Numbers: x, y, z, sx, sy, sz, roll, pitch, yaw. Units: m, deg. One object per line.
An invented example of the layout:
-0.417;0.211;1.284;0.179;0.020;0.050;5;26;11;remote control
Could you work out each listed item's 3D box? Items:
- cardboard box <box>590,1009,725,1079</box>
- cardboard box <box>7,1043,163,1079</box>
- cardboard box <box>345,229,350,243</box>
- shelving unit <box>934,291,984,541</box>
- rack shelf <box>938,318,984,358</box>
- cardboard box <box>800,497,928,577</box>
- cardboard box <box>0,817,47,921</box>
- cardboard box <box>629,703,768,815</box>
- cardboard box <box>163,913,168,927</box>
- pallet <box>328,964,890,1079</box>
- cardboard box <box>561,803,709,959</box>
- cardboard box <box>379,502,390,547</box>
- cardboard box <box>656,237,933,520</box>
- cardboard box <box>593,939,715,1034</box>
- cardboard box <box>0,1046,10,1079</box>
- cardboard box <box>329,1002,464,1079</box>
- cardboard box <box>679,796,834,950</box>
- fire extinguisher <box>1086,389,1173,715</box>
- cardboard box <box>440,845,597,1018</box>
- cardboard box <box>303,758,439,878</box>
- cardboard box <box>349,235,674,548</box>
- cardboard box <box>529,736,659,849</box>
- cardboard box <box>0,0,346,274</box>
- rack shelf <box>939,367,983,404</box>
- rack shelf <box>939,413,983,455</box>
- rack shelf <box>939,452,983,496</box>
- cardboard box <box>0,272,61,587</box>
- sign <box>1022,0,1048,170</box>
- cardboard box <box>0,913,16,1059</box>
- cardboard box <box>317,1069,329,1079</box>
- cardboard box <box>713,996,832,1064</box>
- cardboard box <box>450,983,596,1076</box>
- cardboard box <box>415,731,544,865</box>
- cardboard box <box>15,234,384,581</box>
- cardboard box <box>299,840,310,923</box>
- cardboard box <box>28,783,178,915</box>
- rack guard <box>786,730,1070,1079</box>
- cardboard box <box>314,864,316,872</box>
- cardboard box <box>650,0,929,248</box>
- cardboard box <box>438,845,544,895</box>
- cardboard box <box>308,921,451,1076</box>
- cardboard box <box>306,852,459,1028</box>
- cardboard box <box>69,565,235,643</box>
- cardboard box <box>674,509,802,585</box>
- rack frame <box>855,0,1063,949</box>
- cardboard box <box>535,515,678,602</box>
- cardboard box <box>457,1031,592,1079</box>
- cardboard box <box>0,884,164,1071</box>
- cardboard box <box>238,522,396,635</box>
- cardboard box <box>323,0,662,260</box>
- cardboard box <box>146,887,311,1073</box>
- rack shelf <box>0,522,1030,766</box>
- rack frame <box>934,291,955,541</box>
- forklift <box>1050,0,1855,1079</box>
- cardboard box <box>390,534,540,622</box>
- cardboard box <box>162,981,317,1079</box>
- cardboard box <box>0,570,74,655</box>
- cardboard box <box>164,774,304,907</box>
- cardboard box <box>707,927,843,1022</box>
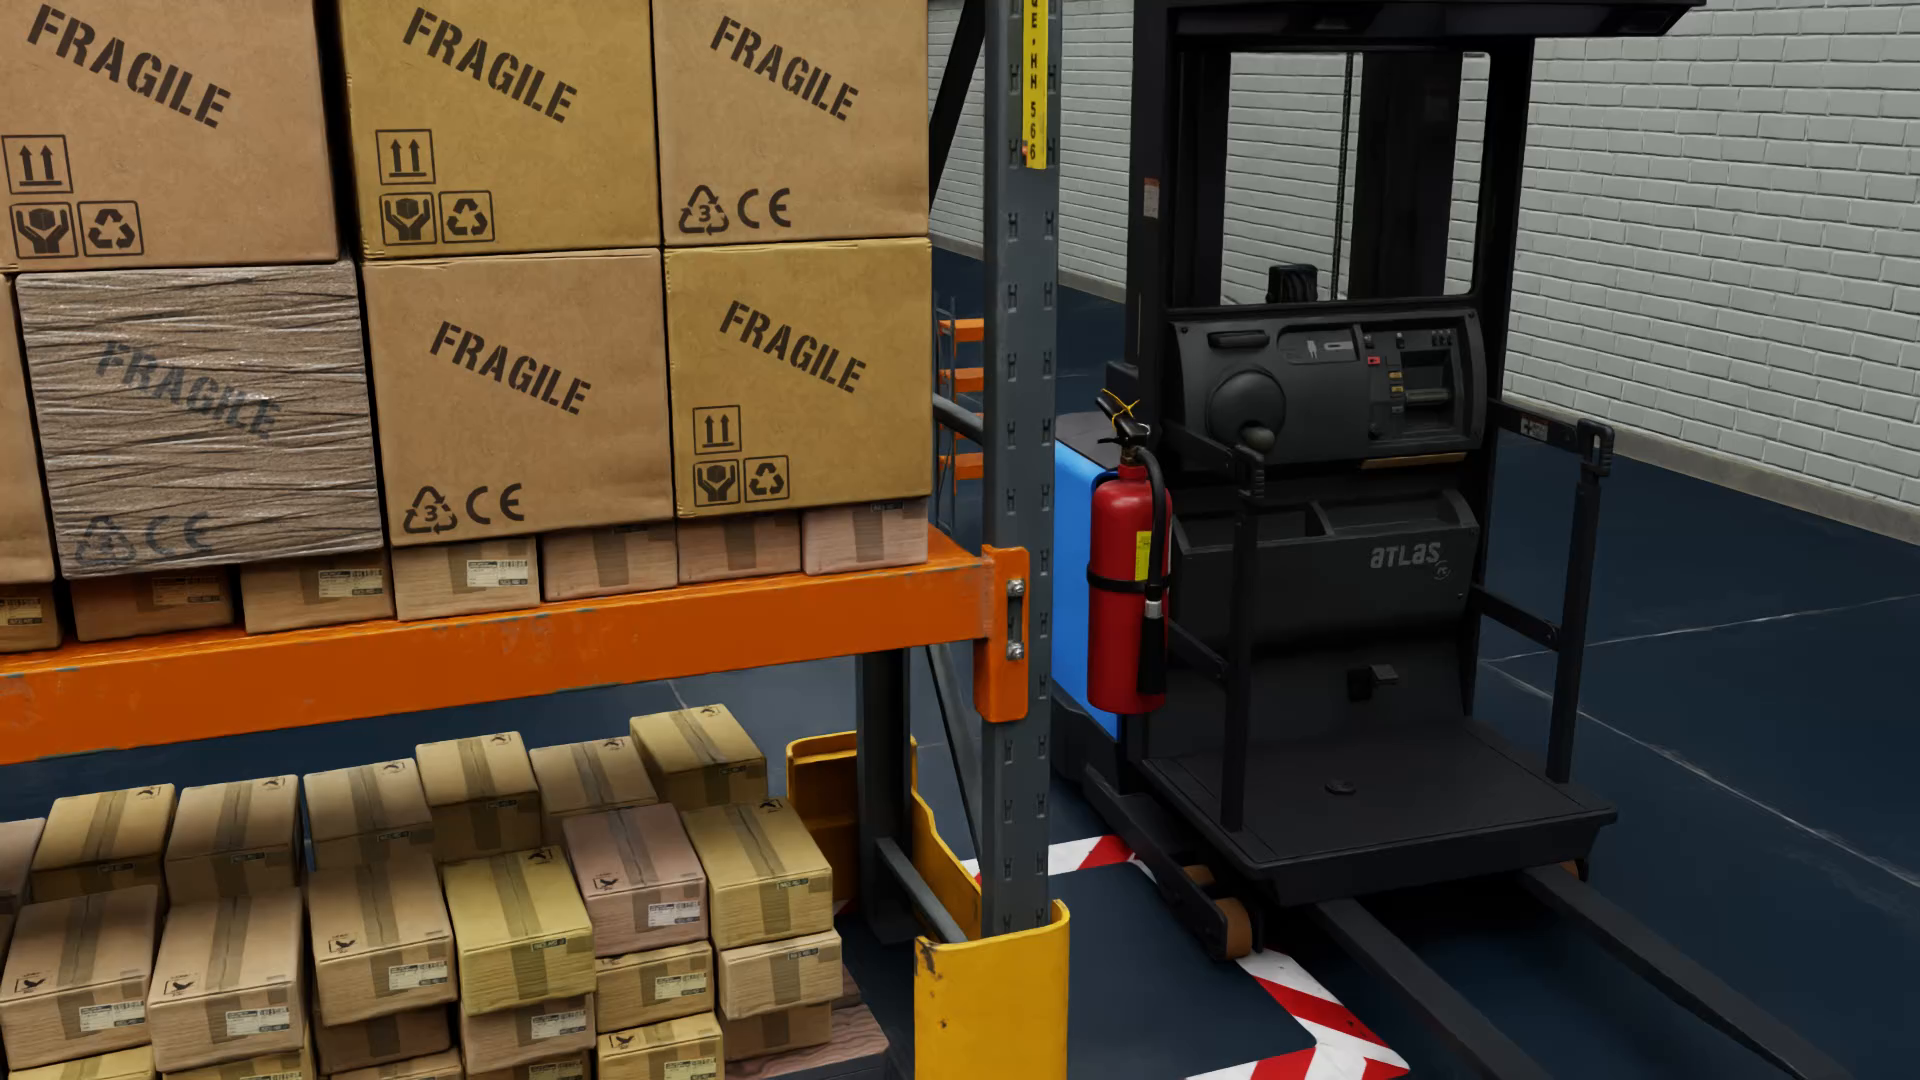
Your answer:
-0.664;1.039;3.550;0.250;0.149;0.380;-6;17;-18;cardboard box
-1.643;0.994;3.177;0.250;0.149;0.380;-5;17;-17;cardboard box
-1.052;-0.445;3.585;0.500;0.500;0.500;-6;17;-20;cardboard box
0.155;-0.592;7.986;0.503;1.200;0.258;-6;17;-20;shelving unit
0.155;-0.969;7.875;0.480;0.148;0.258;-6;17;-20;rack shelf
-0.246;-0.060;3.424;0.250;0.149;0.380;-6;17;-20;cardboard box
-2.076;0.745;3.496;0.250;0.149;0.380;-6;17;-20;cardboard box
-0.654;0.557;4.137;0.250;0.149;0.380;-7;18;-23;cardboard box
-1.827;0.869;3.601;0.250;0.149;0.380;-5;17;-17;cardboard box
-0.885;1.131;3.874;1.213;0.211;1.003;-6;17;-20;pallet
-0.702;0.724;3.569;0.250;0.149;0.380;-6;17;-19;cardboard box
-1.149;-0.109;3.591;0.250;0.149;0.380;-5;17;-17;cardboard box
-0.370;-0.365;3.313;0.500;0.500;0.500;-6;17;-19;cardboard box
-0.697;0.876;3.576;0.250;0.149;0.380;-7;18;-21;cardboard box
-1.890;1.029;3.058;0.250;0.149;0.380;-6;17;-20;cardboard box
-1.167;1.072;3.440;0.250;0.149;0.380;-6;17;-20;cardboard box
-0.446;0.713;3.604;0.250;0.149;0.380;-6;17;-19;cardboard box
0.358;0.024;3.491;0.183;0.674;0.296;-6;17;-20;fire extinguisher
-0.898;0.783;3.367;0.250;0.149;0.380;-7;18;-21;cardboard box
-1.351;0.655;3.804;0.250;0.149;0.380;-7;18;-23;cardboard box
-0.853;-0.315;3.141;0.500;0.500;0.500;-6;18;-21;cardboard box
-0.868;0.616;3.935;0.250;0.149;0.380;-6;17;-19;cardboard box
-1.337;-0.741;2.817;0.500;0.500;0.500;-5;17;-17;cardboard box
0.155;-0.742;7.942;0.480;0.148;0.258;-6;17;-20;rack shelf
0.155;-0.528;8.005;0.480;0.148;0.258;-6;17;-20;rack shelf
0.155;-0.337;8.061;0.480;0.148;0.258;-6;17;-20;rack shelf
-1.792;-0.214;2.796;0.500;0.500;0.500;-5;17;-17;cardboard box
0.137;-0.847;3.042;0.005;0.325;0.100;-6;17;-20;sign
-1.914;0.865;3.086;0.250;0.149;0.380;-6;17;-20;cardboard box
-1.383;1.114;3.296;0.250;0.149;0.380;-7;18;-23;cardboard box
-0.460;0.987;3.729;0.250;0.149;0.380;-6;17;-19;cardboard box
-0.918;0.917;3.438;0.250;0.149;0.380;-7;18;-22;cardboard box
-1.149;0.608;3.963;0.250;0.149;0.380;-6;17;-20;cardboard box
-1.323;-0.261;2.958;0.500;0.500;0.500;-6;17;-20;cardboard box
-1.589;0.831;3.731;0.250;0.149;0.380;-7;18;-23;cardboard box
-1.875;0.695;3.668;0.250;0.149;0.380;-6;17;-19;cardboard box
-0.114;0.919;4.080;0.348;0.500;1.175;-6;17;-20;rack guard
-1.375;0.779;3.907;0.250;0.149;0.380;-6;17;-18;cardboard box
-0.381;-0.847;3.177;0.500;0.500;0.500;-7;18;-21;cardboard box
-1.097;0.782;3.898;0.250;0.149;0.380;-6;17;-19;cardboard box
-1.206;0.917;3.438;0.250;0.149;0.380;-6;18;-21;cardboard box
-1.162;0.792;3.334;0.250;0.149;0.380;-7;18;-22;cardboard box
-1.480;0.047;3.061;0.250;0.149;0.380;-7;18;-22;cardboard box
-0.492;-0.045;3.373;0.250;0.149;0.380;-6;17;-20;cardboard box
-0.043;-0.288;3.754;0.127;3.000;1.000;-6;17;-20;rack frame
-0.720;-0.015;3.273;0.250;0.149;0.380;-6;18;-21;cardboard box
-0.941;1.043;3.537;0.250;0.149;0.380;-6;17;-20;cardboard box
-1.679;0.832;3.201;0.250;0.149;0.380;-7;18;-22;cardboard box
-1.207;0.035;3.100;0.250;0.149;0.380;-7;18;-23;cardboard box
-0.854;-0.795;3.003;0.500;0.500;0.500;-7;18;-22;cardboard box
-1.393;0.834;3.192;0.250;0.149;0.380;-5;17;-18;cardboard box
-1.910;0.259;3.169;4.000;0.370;1.077;-6;17;-20;rack shelf
-0.073;-0.568;7.902;0.015;1.200;0.240;-6;17;-20;rack frame
1.090;-0.431;4.362;1.130;2.935;3.031;-5;17;-17;forklift
-0.950;0.016;3.165;0.250;0.149;0.380;-6;17;-19;cardboard box
-1.397;0.973;3.249;0.250;0.149;0.380;-6;17;-19;cardboard box
-1.722;0.078;2.955;0.250;0.149;0.380;-6;17;-19;cardboard box
-1.613;0.680;3.717;0.250;0.149;0.380;-5;17;-18;cardboard box
-0.433;0.864;3.618;0.250;0.149;0.380;-7;18;-22;cardboard box
